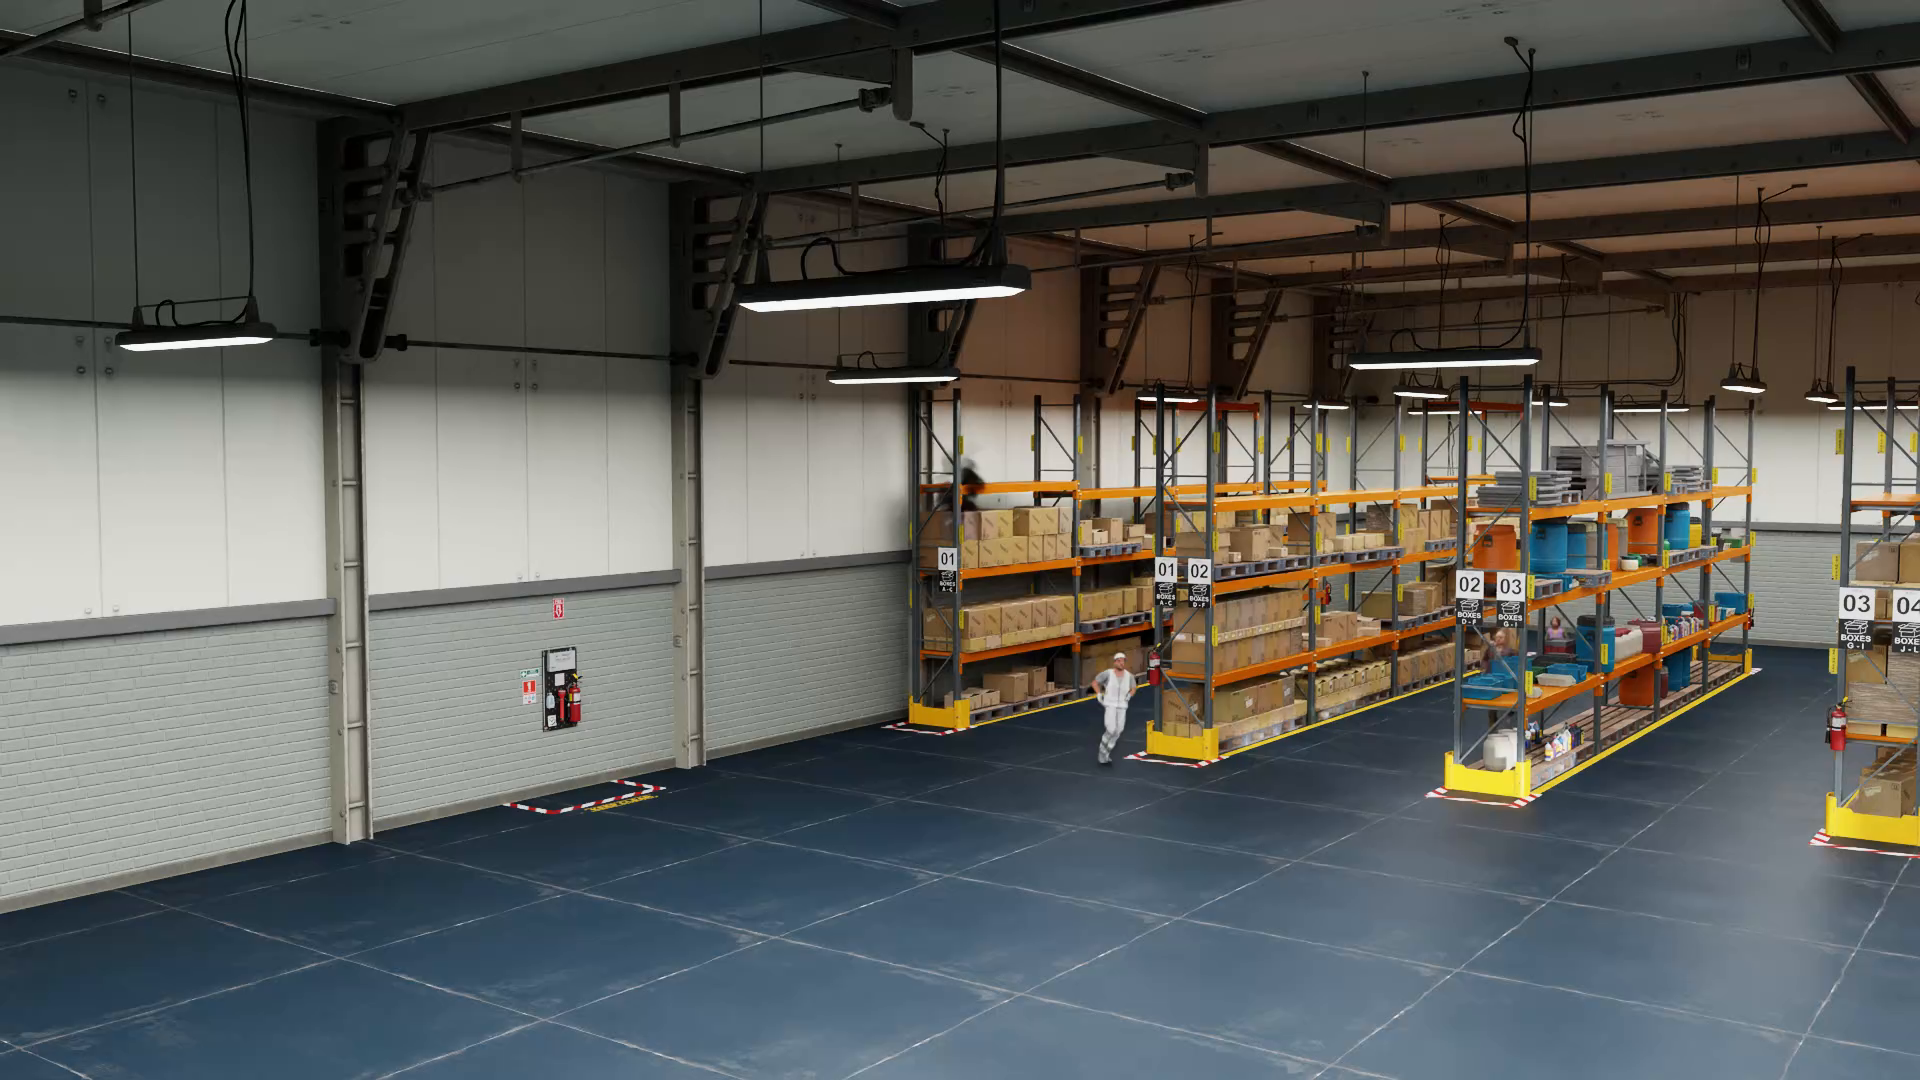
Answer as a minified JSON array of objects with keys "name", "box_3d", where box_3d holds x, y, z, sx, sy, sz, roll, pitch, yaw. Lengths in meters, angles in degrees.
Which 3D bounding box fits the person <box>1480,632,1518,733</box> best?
[{"name":"person","box_3d":[9.425,2.472,29.078,0.719,1.745,0.898,2,4,35]}]

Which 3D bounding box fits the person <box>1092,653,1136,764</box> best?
[{"name":"person","box_3d":[2.452,2.635,26.050,0.680,1.749,0.586,-1,3,-12]}]

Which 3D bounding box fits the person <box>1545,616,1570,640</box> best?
[{"name":"person","box_3d":[11.938,2.314,33.363,0.525,1.556,0.532,2,4,27]}]
